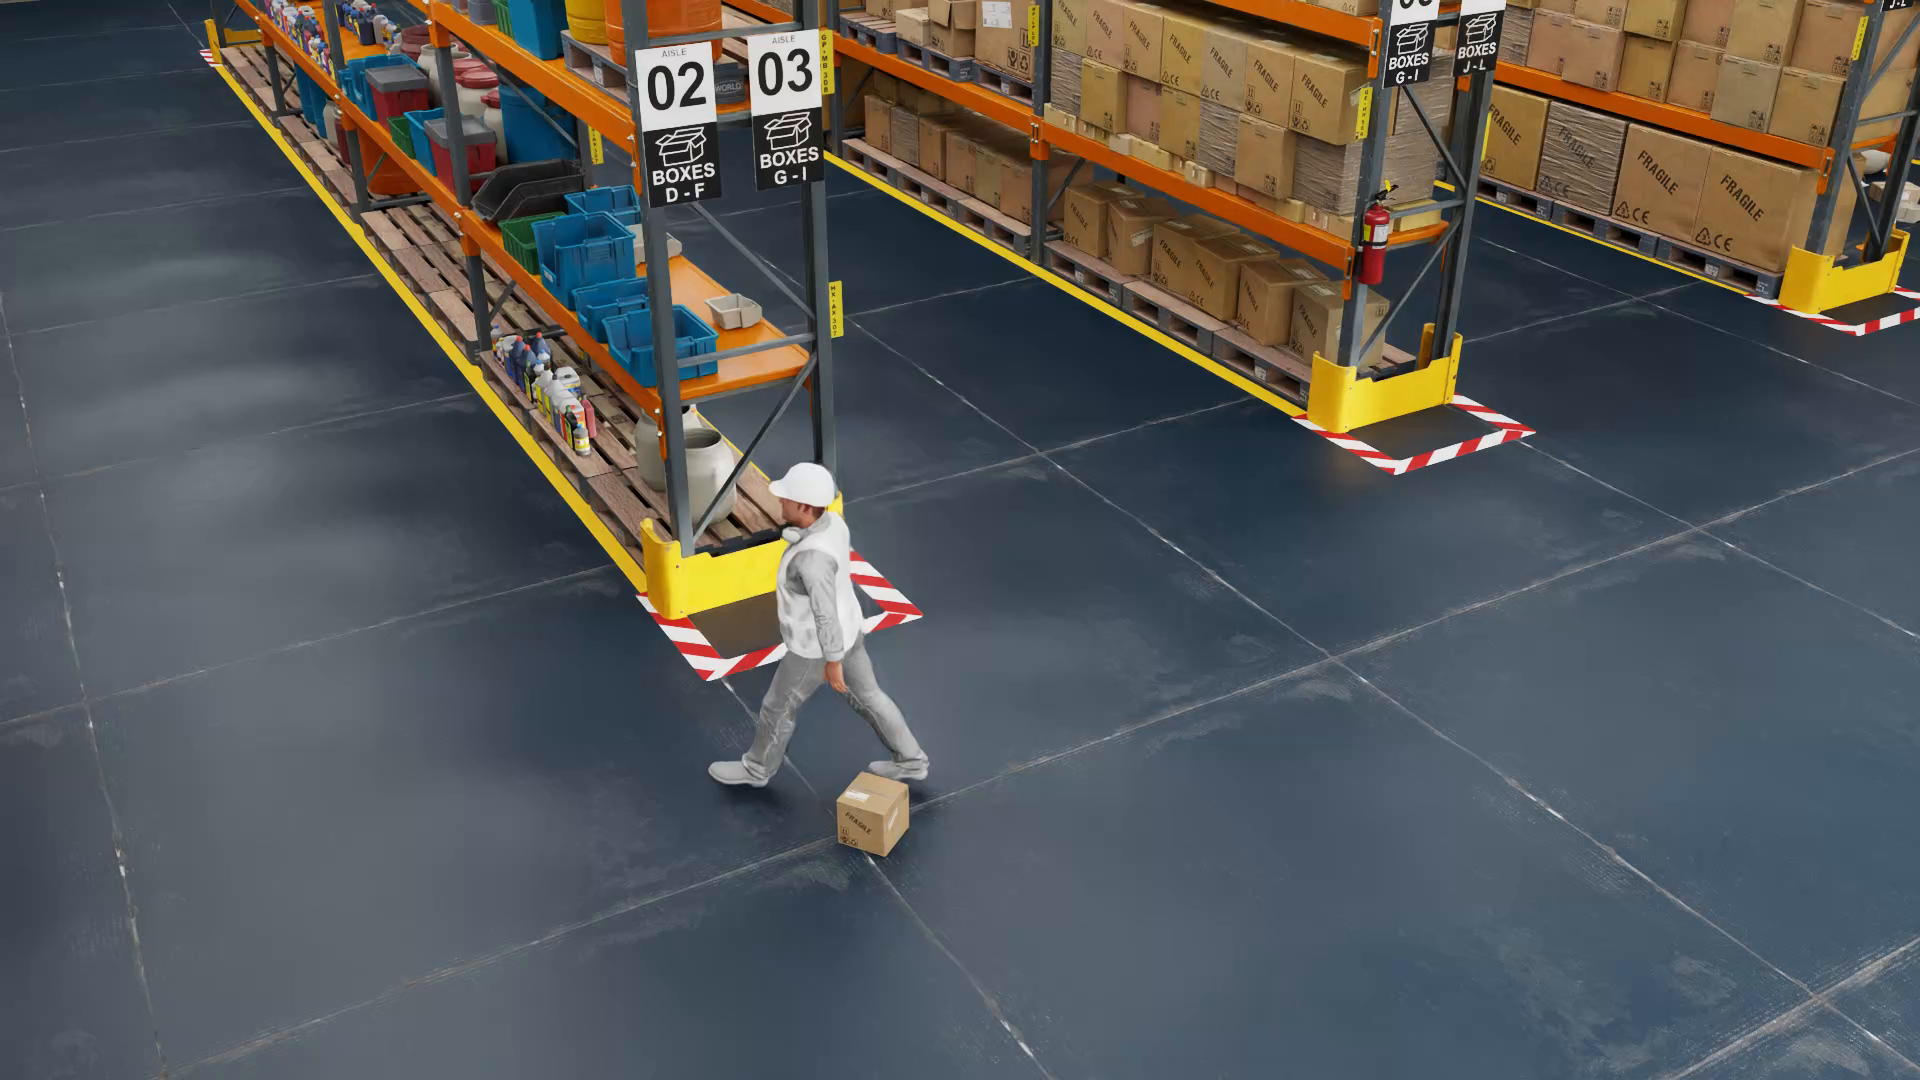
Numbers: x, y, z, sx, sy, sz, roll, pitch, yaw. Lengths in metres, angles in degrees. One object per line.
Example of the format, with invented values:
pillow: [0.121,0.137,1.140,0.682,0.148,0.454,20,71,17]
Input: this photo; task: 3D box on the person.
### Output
person: [-0.679,0.422,7.783,1.067,1.717,0.536,6,29,10]
